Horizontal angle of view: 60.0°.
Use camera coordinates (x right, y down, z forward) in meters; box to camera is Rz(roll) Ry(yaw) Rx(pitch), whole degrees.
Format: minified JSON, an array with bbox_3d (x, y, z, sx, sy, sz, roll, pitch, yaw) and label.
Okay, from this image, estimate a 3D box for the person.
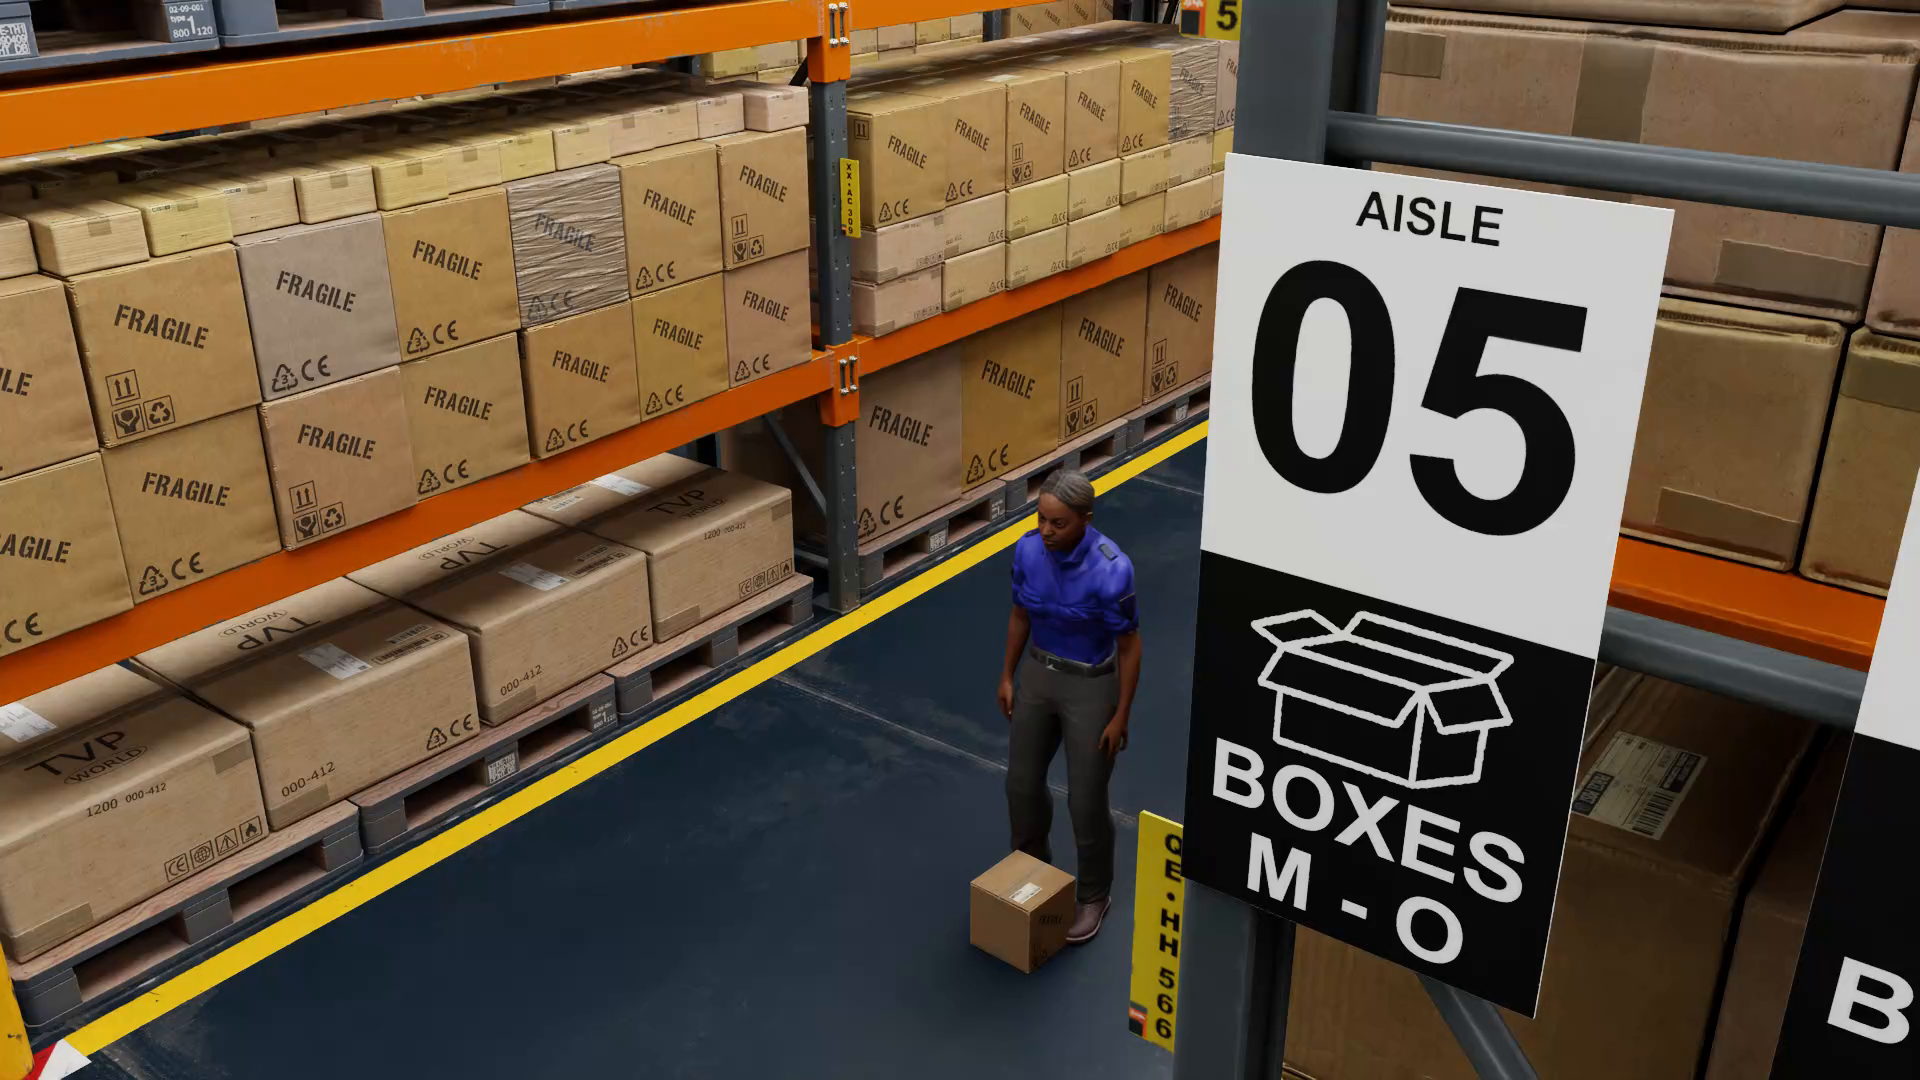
[{"bbox_3d":[0.340,0.515,5.431,0.512,1.654,0.352,16,29,33],"label":"person"}]
